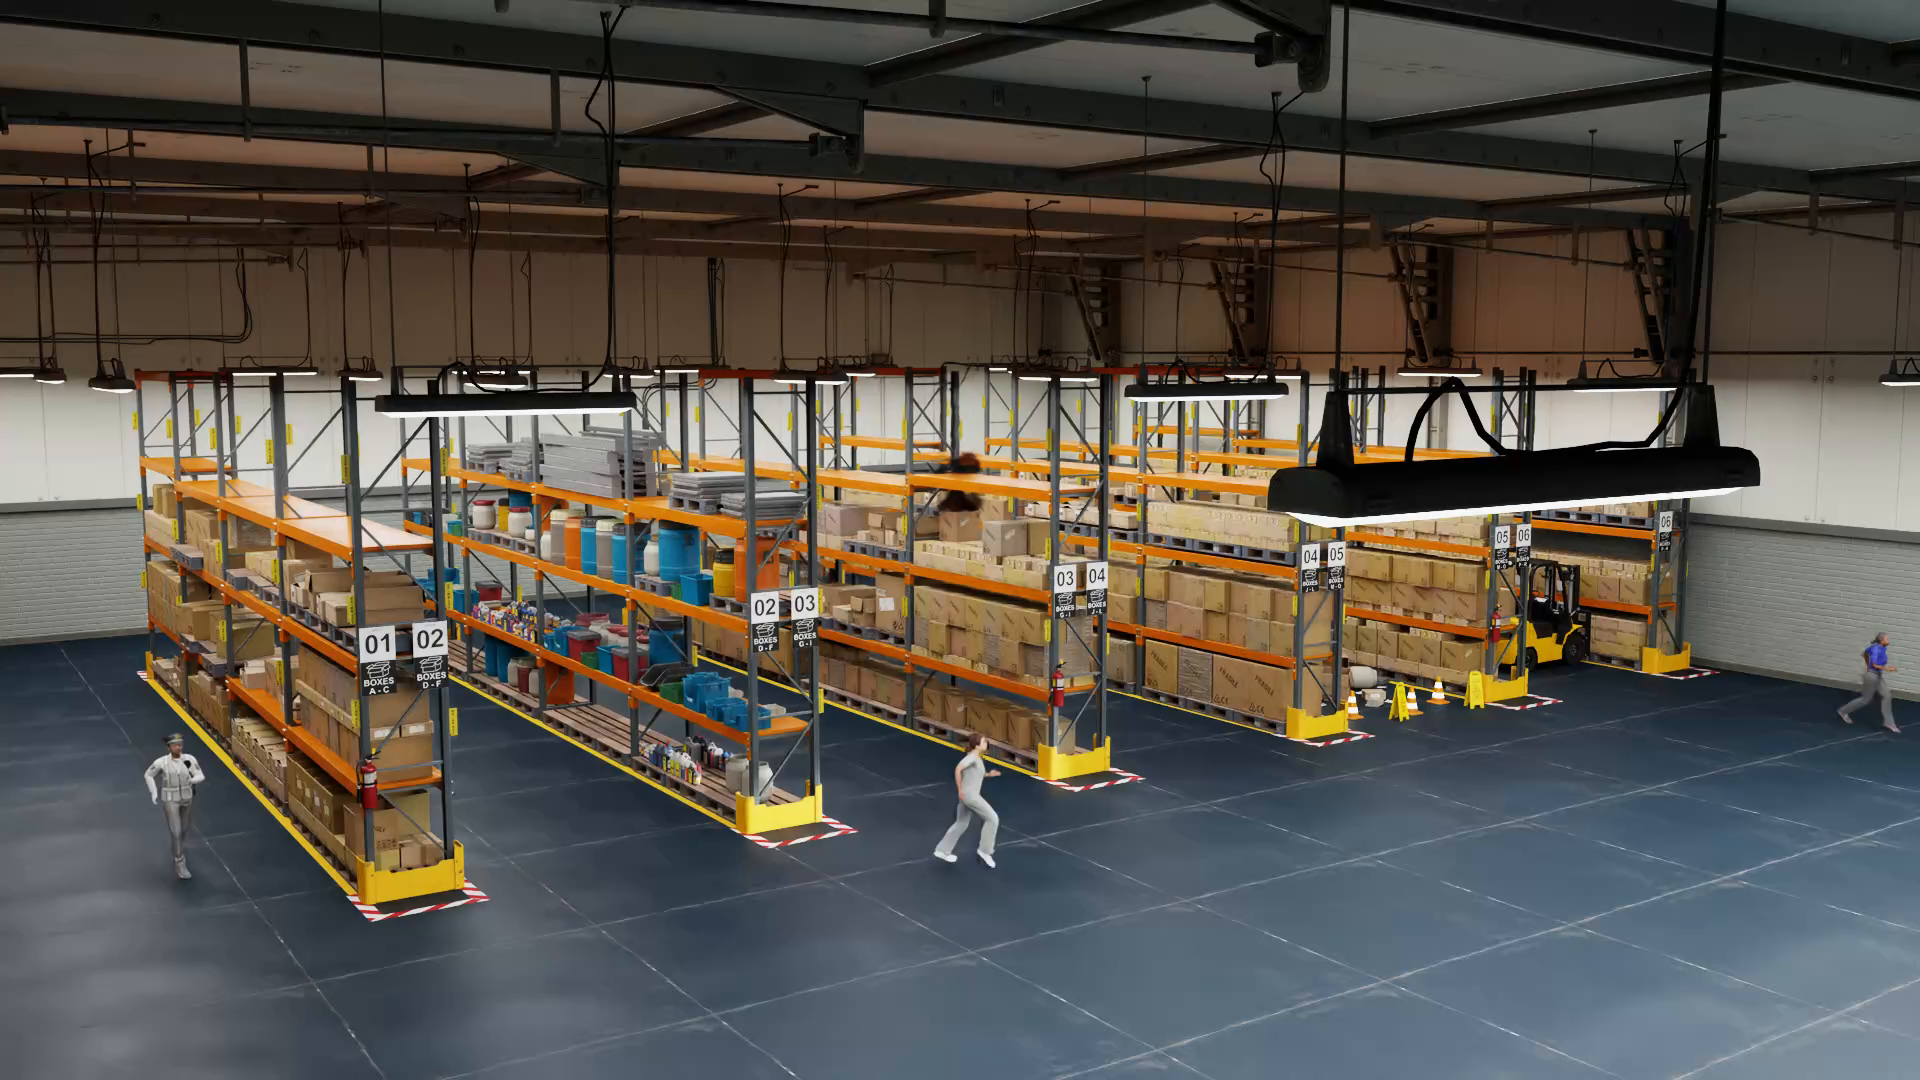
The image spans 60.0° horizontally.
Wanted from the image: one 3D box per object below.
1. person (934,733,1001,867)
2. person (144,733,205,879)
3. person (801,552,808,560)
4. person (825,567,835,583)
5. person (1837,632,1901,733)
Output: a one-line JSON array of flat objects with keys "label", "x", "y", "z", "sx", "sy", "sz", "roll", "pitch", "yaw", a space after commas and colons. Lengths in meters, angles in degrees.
[{"label": "person", "x": 0.088, "y": 3.207, "z": 20.443, "sx": 0.832, "sy": 1.692, "sz": 0.586, "roll": 0, "pitch": 6, "yaw": -4}, {"label": "person", "x": -9.531, "y": 3.183, "z": 20.261, "sx": 0.599, "sy": 1.708, "sz": 0.878, "roll": -6, "pitch": 9, "yaw": -43}, {"label": "person", "x": -3.568, "y": 1.108, "z": 38.653, "sx": 0.724, "sy": 1.734, "sz": 0.936, "roll": -3, "pitch": 7, "yaw": -25}, {"label": "person", "x": -3.111, "y": 0.776, "z": 41.948, "sx": 0.682, "sy": 1.691, "sz": 0.701, "roll": 0, "pitch": 6, "yaw": 1}, {"label": "person", "x": 15.323, "y": 2.370, "z": 27.949, "sx": 0.970, "sy": 1.670, "sz": 0.600, "roll": 5, "pitch": 8, "yaw": 35}]
